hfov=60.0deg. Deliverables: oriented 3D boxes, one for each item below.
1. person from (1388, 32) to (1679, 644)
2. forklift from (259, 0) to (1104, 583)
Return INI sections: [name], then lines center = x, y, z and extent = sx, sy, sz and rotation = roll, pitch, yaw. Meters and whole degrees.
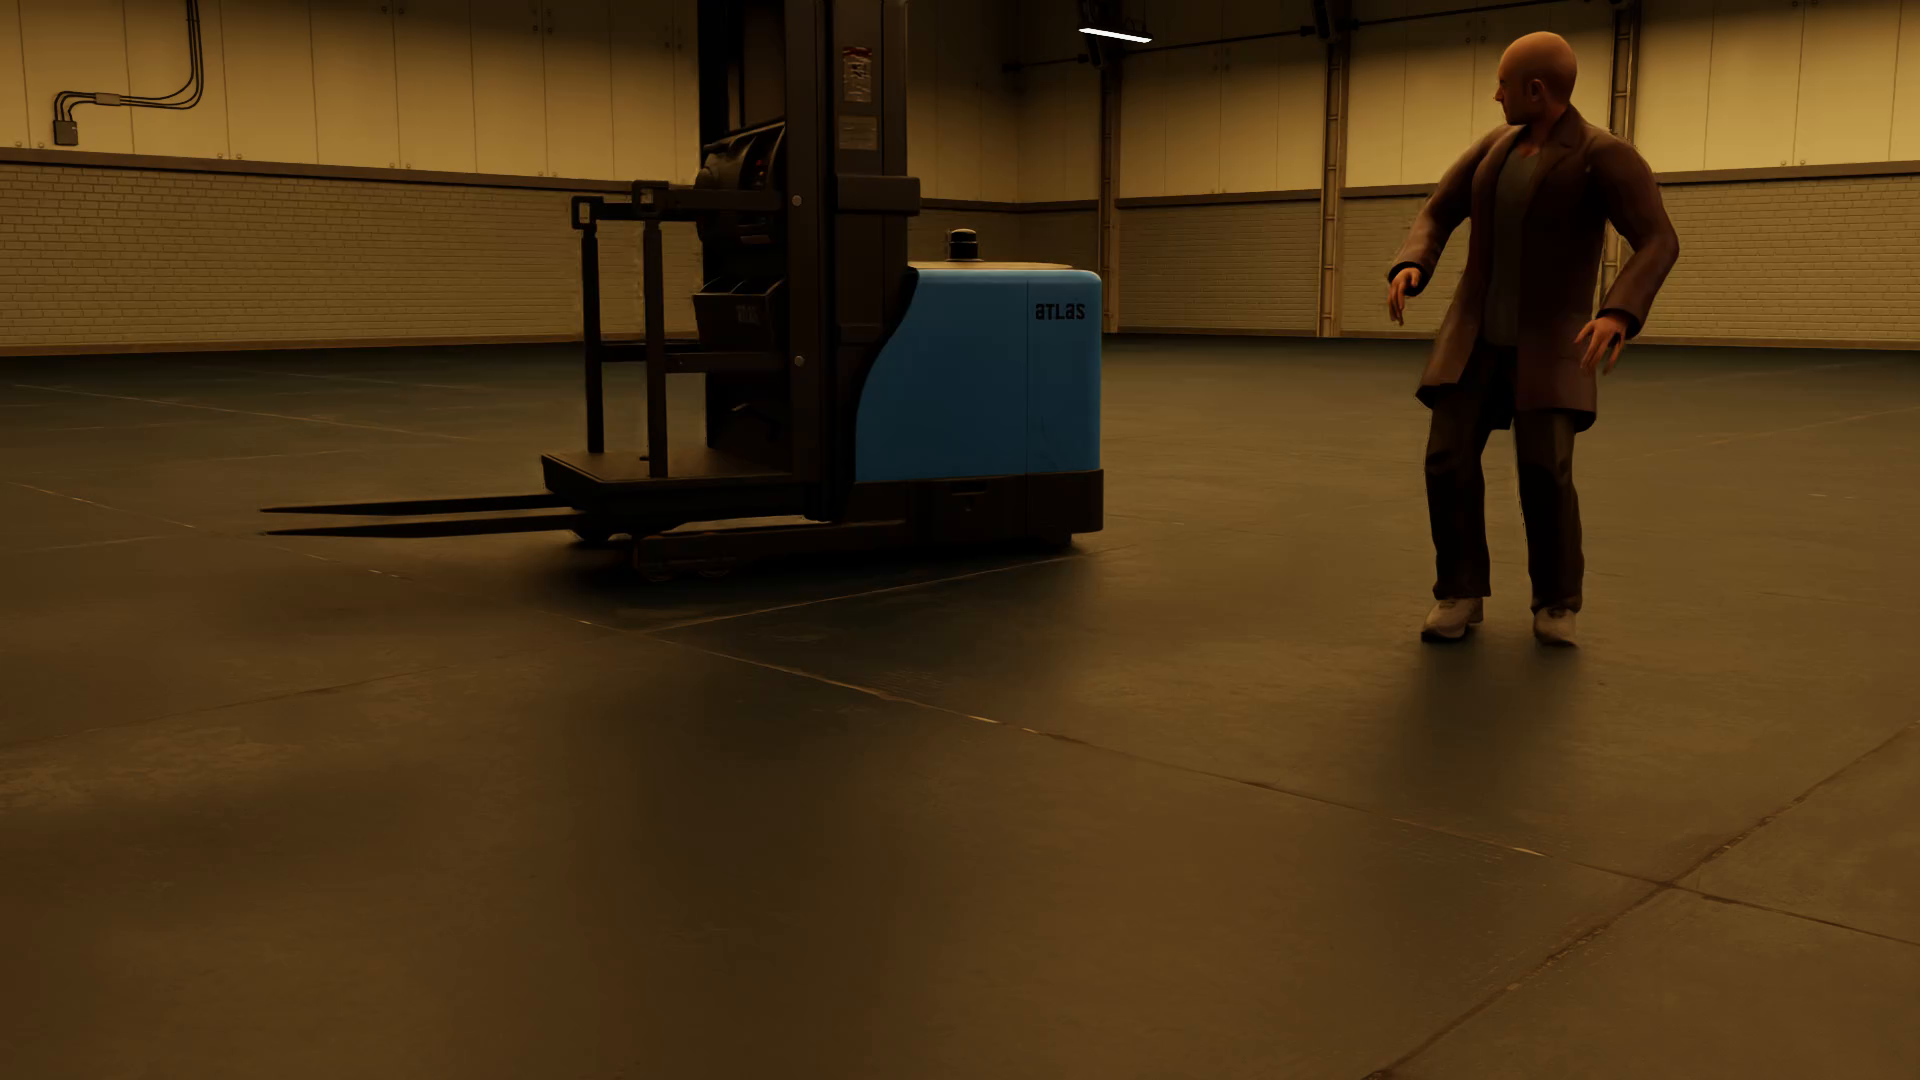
[person]
center = 1.605, -0.560, 4.766
extent = 0.825, 1.728, 0.548
rotation = 8, 12, 42
[forklift]
center = -1.001, -1.391, 6.114
extent = 3.031, 2.935, 1.130
rotation = -4, 9, -24
